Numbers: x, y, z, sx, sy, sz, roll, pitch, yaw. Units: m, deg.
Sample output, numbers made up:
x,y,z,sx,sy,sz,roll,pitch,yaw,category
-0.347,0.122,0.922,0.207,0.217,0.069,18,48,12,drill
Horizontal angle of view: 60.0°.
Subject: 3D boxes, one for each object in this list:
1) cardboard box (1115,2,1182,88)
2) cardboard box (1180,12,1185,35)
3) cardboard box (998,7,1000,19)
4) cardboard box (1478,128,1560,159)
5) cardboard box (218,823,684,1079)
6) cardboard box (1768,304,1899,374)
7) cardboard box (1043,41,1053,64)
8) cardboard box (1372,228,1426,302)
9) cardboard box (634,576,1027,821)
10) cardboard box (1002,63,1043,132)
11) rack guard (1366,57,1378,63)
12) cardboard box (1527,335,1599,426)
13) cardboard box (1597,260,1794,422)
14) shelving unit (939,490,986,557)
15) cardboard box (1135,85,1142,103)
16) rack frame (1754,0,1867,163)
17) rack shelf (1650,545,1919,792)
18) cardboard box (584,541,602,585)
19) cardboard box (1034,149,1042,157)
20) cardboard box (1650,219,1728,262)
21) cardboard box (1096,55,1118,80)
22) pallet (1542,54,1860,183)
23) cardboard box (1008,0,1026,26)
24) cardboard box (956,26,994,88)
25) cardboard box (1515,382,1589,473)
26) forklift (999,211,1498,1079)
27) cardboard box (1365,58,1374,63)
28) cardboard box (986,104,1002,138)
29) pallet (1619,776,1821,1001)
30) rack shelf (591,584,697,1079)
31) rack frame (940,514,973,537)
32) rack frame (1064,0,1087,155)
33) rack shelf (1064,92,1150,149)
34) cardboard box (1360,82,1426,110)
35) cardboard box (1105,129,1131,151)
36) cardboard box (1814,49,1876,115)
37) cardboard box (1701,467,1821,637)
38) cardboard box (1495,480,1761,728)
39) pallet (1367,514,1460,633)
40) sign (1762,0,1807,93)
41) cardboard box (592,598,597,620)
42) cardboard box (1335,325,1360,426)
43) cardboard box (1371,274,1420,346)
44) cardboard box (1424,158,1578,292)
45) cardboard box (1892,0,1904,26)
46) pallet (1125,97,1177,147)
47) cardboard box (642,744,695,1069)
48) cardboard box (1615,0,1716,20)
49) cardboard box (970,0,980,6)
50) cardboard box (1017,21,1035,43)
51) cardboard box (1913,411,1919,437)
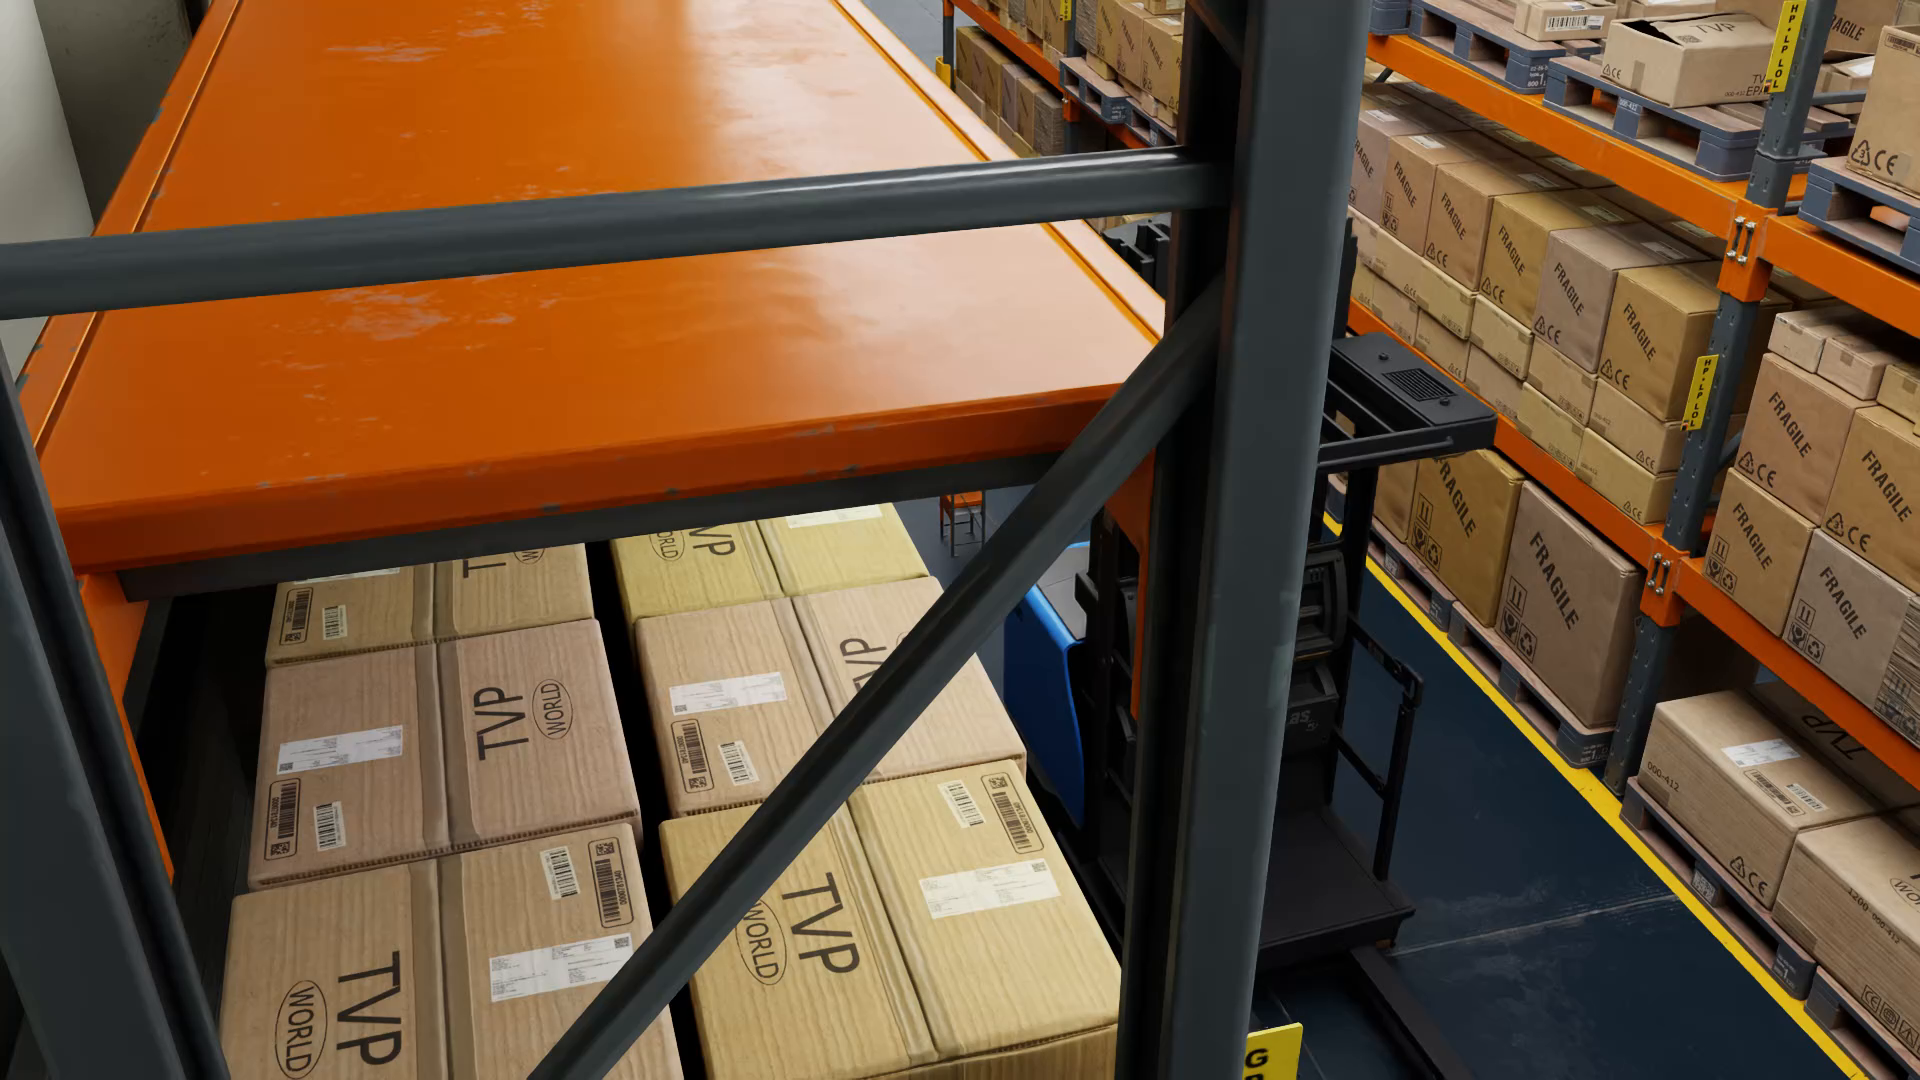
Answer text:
x,y,z,sx,sy,sz,roll,pitch,yaw,category
1.479,-3.672,12.283,0.500,0.500,0.500,-8,31,-14,cardboard box
1.735,-3.520,11.374,0.380,0.149,0.250,-9,31,-16,cardboard box
0.575,-4.938,15.537,0.380,0.149,0.250,-9,31,-15,cardboard box
3.101,-1.907,8.952,0.500,0.500,0.500,-8,31,-13,cardboard box
-0.607,0.637,2.015,0.500,0.250,0.500,-9,31,-15,cardboard box
3.337,-0.771,6.342,0.380,0.149,0.250,-8,31,-14,cardboard box
0.928,-4.191,14.246,0.380,0.149,0.250,-7,31,-12,cardboard box
2.594,-1.515,9.024,0.500,0.250,0.500,-8,31,-13,cardboard box
-0.212,0.318,2.565,0.500,0.250,0.500,-8,31,-14,cardboard box
0.691,-4.123,15.456,0.500,0.500,0.500,-6,31,-11,cardboard box
5.057,-5.634,18.984,1.175,0.500,0.348,-8,31,-13,rack guard
3.012,-0.774,7.743,0.500,0.250,0.500,-7,31,-12,cardboard box
3.143,-0.860,7.143,0.500,0.500,0.500,-7,31,-12,cardboard box
0.014,-0.429,9.442,0.215,1.050,0.252,-8,31,-13,shelving unit
1.520,-3.331,12.342,0.380,0.149,0.250,-8,31,-13,cardboard box
3.503,-2.798,5.600,1.000,3.000,0.127,-8,31,-13,rack frame
4.034,1.076,5.615,1.077,0.370,4.000,-8,31,-13,rack shelf
-0.998,-0.107,3.301,0.500,0.250,0.500,-8,31,-13,cardboard box
0.964,-3.307,14.794,0.500,0.250,0.500,-6,31,-11,cardboard box
3.502,-1.170,7.679,0.500,0.500,0.500,-8,31,-14,cardboard box
1.280,-3.707,12.992,0.380,0.149,0.250,-7,31,-12,cardboard box
3.212,-1.853,7.153,0.805,0.209,1.217,-9,31,-15,pallet
0.737,-4.916,14.853,0.500,0.500,0.500,-7,31,-12,cardboard box
0.273,-4.875,16.756,0.500,0.500,0.500,-9,31,-15,cardboard box
3.007,-0.566,7.882,0.500,0.250,0.500,-8,31,-14,cardboard box
1.135,0.350,6.220,1.130,2.935,3.031,-9,31,-16,forklift
2.400,-2.986,11.098,0.500,0.500,0.500,-6,31,-11,cardboard box
0.551,-4.053,16.083,0.500,0.250,0.500,-6,31,-10,cardboard box
3.630,1.383,7.149,1.003,0.211,1.213,-8,31,-13,pallet
-0.751,0.440,3.720,1.077,0.370,4.000,-8,31,-13,rack shelf
-0.018,-0.487,9.544,0.200,1.050,0.008,-8,31,-13,rack frame
1.380,-4.065,13.779,1.000,3.000,0.127,-8,31,-13,rack frame
1.911,-2.788,12.290,1.077,0.370,4.000,-8,31,-13,rack shelf
2.337,-2.338,9.698,0.500,0.500,0.500,-9,31,-15,cardboard box
1.484,-3.702,14.729,0.500,0.500,0.500,-6,31,-11,cardboard box
3.708,-1.911,6.778,0.396,0.266,0.258,-8,31,-14,cardboard box
3.375,0.017,6.626,0.500,0.500,0.500,-7,31,-12,cardboard box
3.262,0.248,8.029,0.875,0.875,0.875,-7,31,-12,cardboard box
2.898,0.053,9.448,1.003,0.211,1.213,-8,31,-13,pallet
2.983,-1.783,6.011,0.100,0.325,0.005,-8,31,-13,sign
-0.876,0.363,2.988,0.500,0.250,0.500,-9,31,-14,cardboard box
2.545,-1.051,10.273,0.875,0.875,0.875,-8,31,-14,cardboard box
2.616,-1.299,9.149,0.500,0.250,0.500,-7,31,-12,cardboard box
2.731,-1.604,8.429,0.500,0.500,0.500,-7,31,-12,cardboard box
6.942,-3.778,12.186,0.700,0.500,0.500,-8,31,-14,cardboard box
1.877,-3.001,12.131,1.003,0.211,1.213,-8,31,-13,pallet
-0.229,0.537,2.686,0.500,0.250,0.500,-7,31,-12,cardboard box
3.356,-2.552,7.885,0.396,0.266,0.258,-5,30,-9,cardboard box
0.305,-5.309,16.179,0.380,0.149,0.250,-7,31,-13,cardboard box
0.728,-4.561,14.887,0.380,0.149,0.250,-8,31,-14,cardboard box
3.536,-0.403,5.707,0.380,0.149,0.250,-8,31,-14,cardboard box
